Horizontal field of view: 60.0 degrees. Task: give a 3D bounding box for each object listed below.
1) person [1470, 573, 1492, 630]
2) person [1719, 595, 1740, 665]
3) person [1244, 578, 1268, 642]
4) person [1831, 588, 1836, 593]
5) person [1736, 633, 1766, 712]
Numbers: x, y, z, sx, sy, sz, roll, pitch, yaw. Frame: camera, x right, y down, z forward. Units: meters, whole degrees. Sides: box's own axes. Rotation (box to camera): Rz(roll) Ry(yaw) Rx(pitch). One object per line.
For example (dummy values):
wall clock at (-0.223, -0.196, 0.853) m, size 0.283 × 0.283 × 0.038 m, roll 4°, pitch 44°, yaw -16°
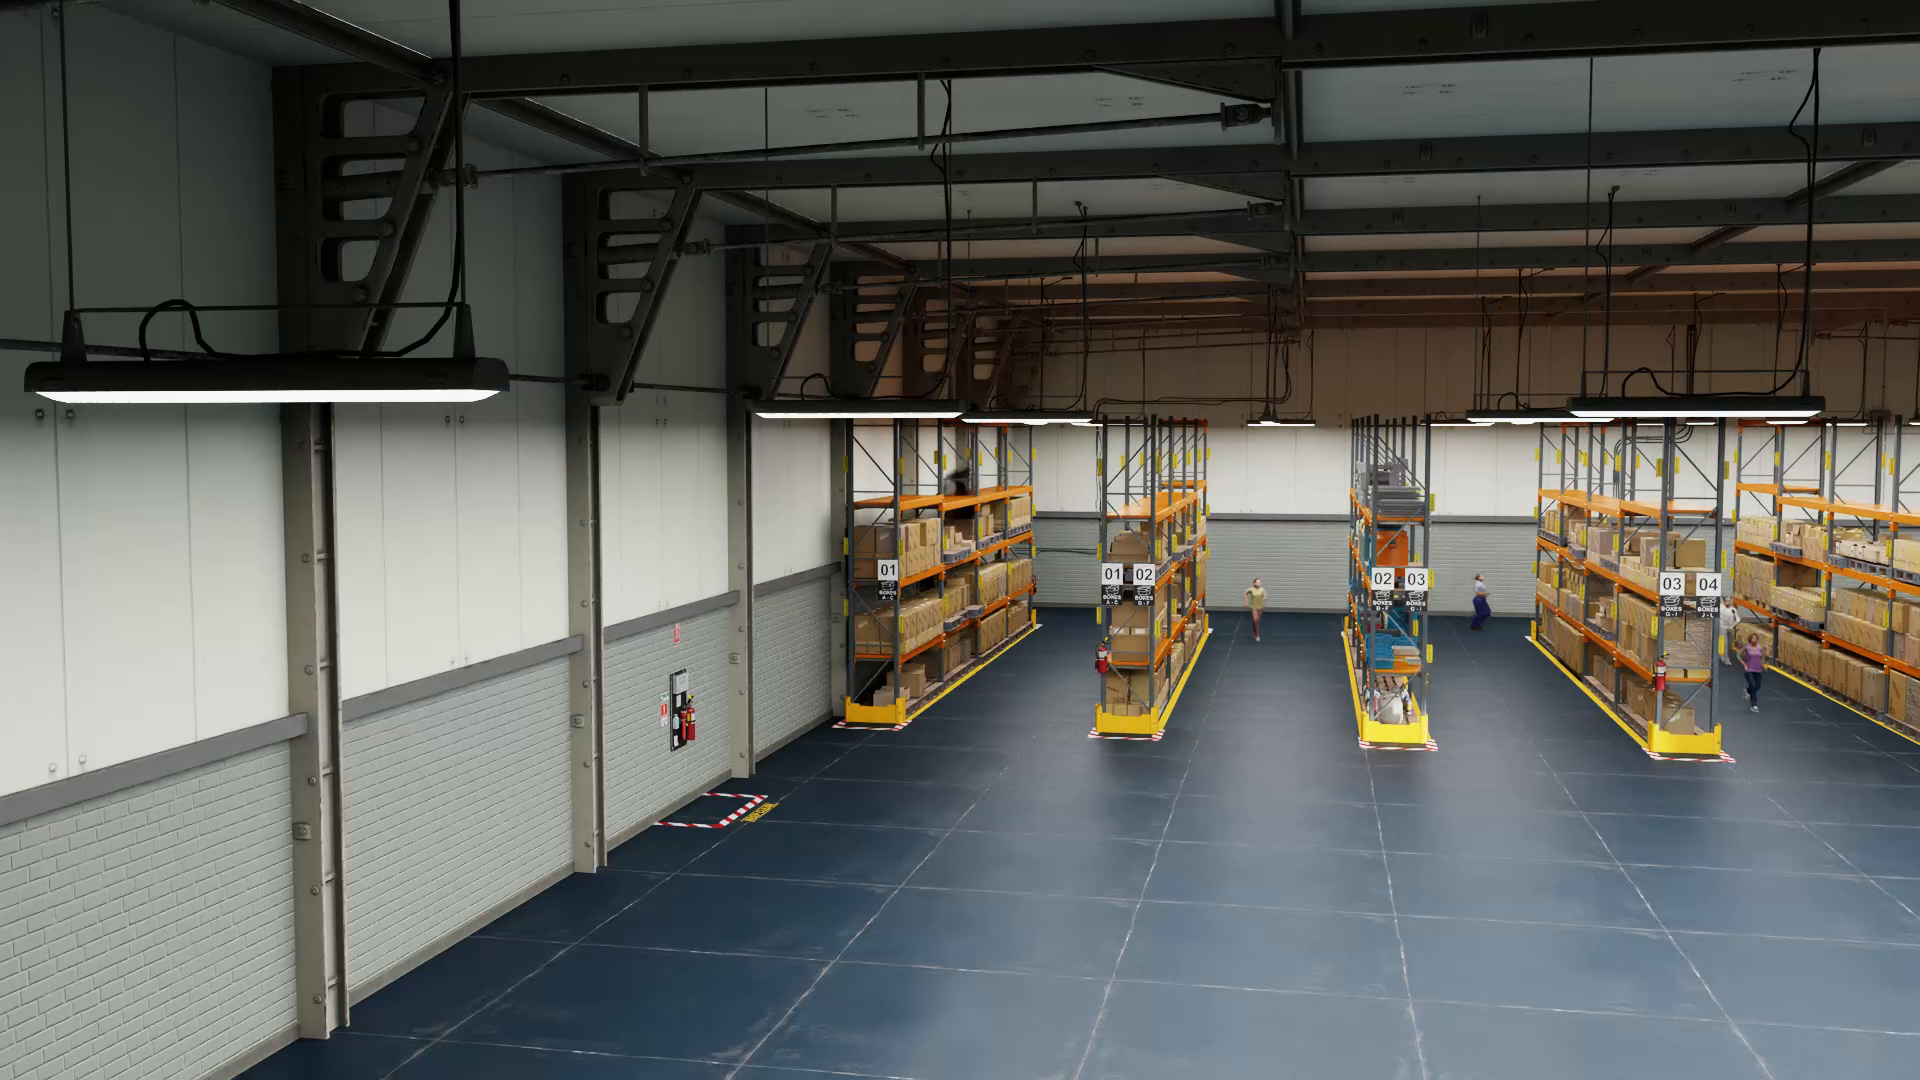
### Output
person at (14.832, 1.767, 47.294) m, size 0.610 × 1.640 × 0.587 m, roll 2°, pitch 4°, yaw 29°
person at (18.694, 2.182, 40.547) m, size 0.634 × 1.676 × 0.750 m, roll 0°, pitch 4°, yaw 5°
person at (8.042, 1.879, 45.171) m, size 0.580 × 1.709 × 0.900 m, roll 0°, pitch 4°, yaw -6°
person at (22.275, 2.065, 42.539) m, size 0.623 × 1.690 × 0.747 m, roll 1°, pitch 4°, yaw 12°
person at (16.159, 2.689, 33.972) m, size 0.541 × 1.580 × 0.704 m, roll 0°, pitch 4°, yaw 3°
